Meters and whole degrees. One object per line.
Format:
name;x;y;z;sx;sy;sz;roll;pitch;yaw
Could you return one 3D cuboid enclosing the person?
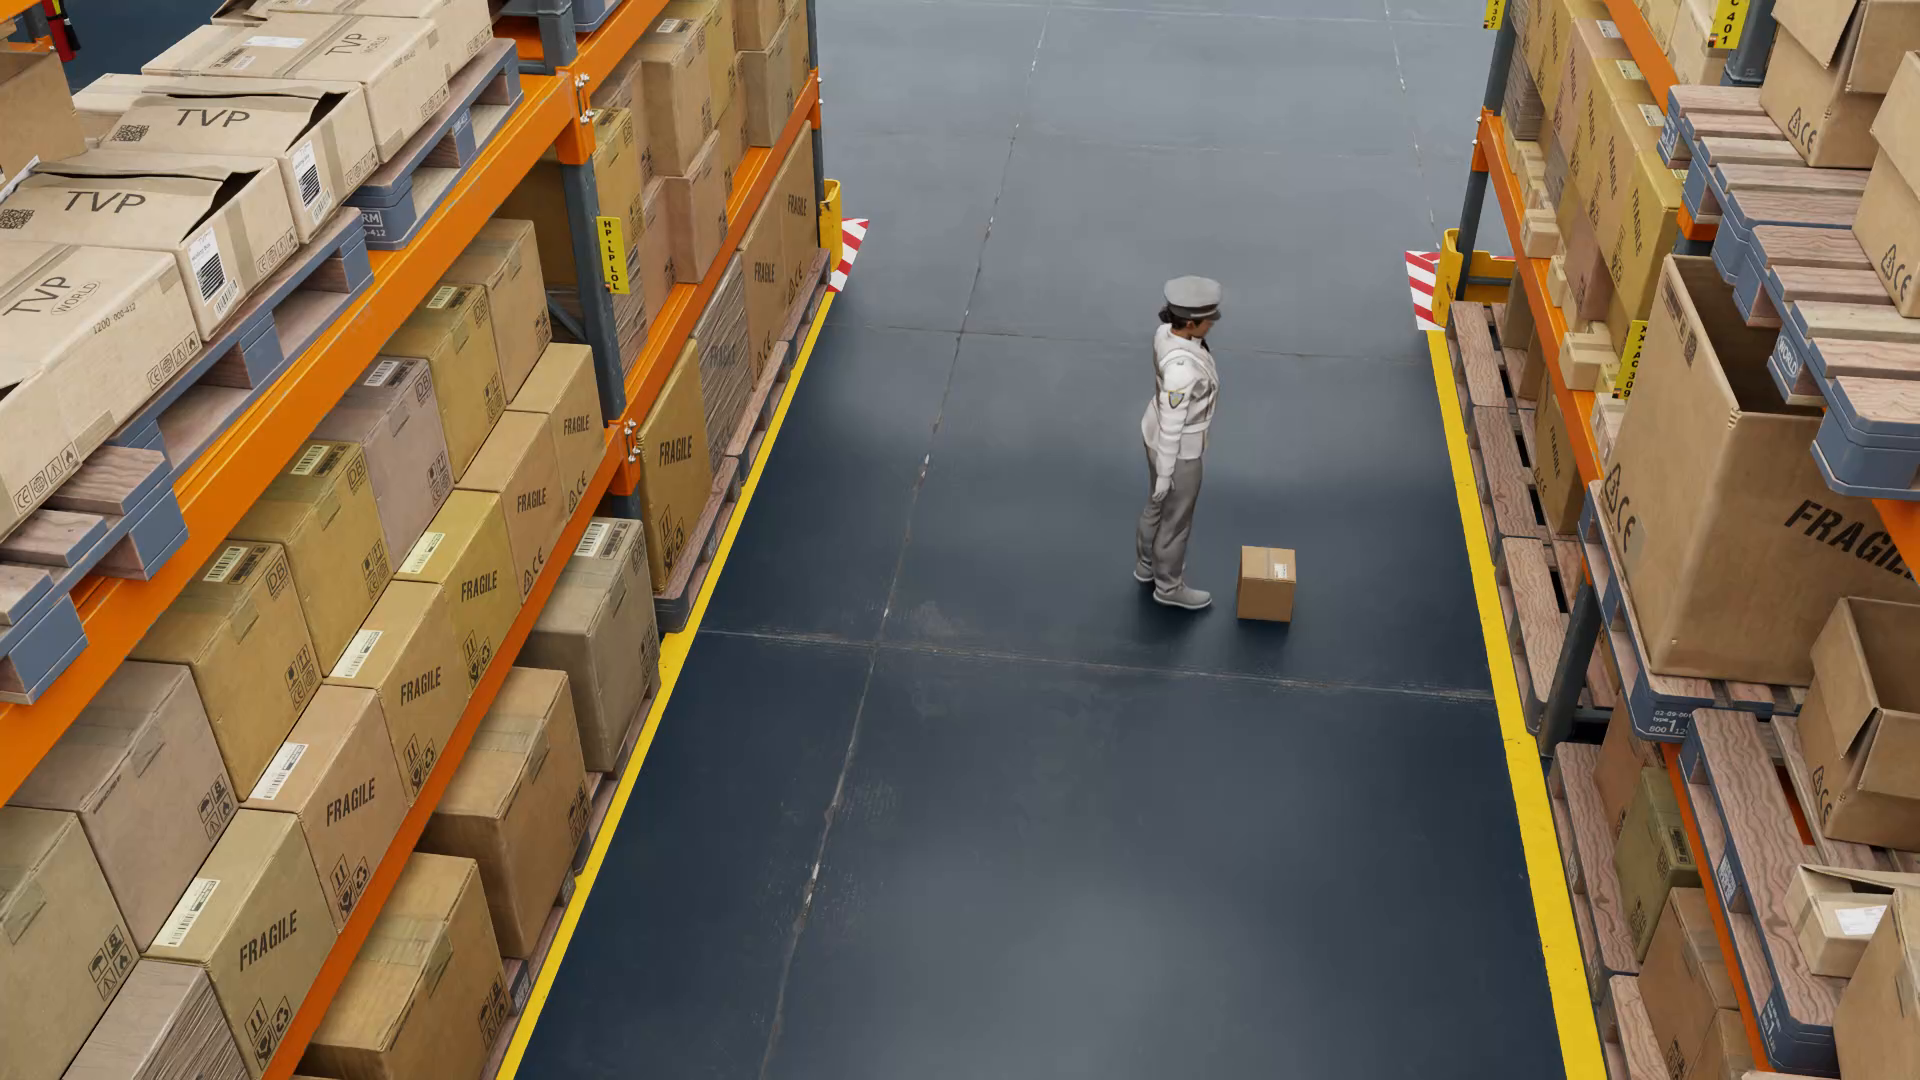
person;1.016;-0.436;7.601;0.384;1.690;0.570;-2;36;-3
